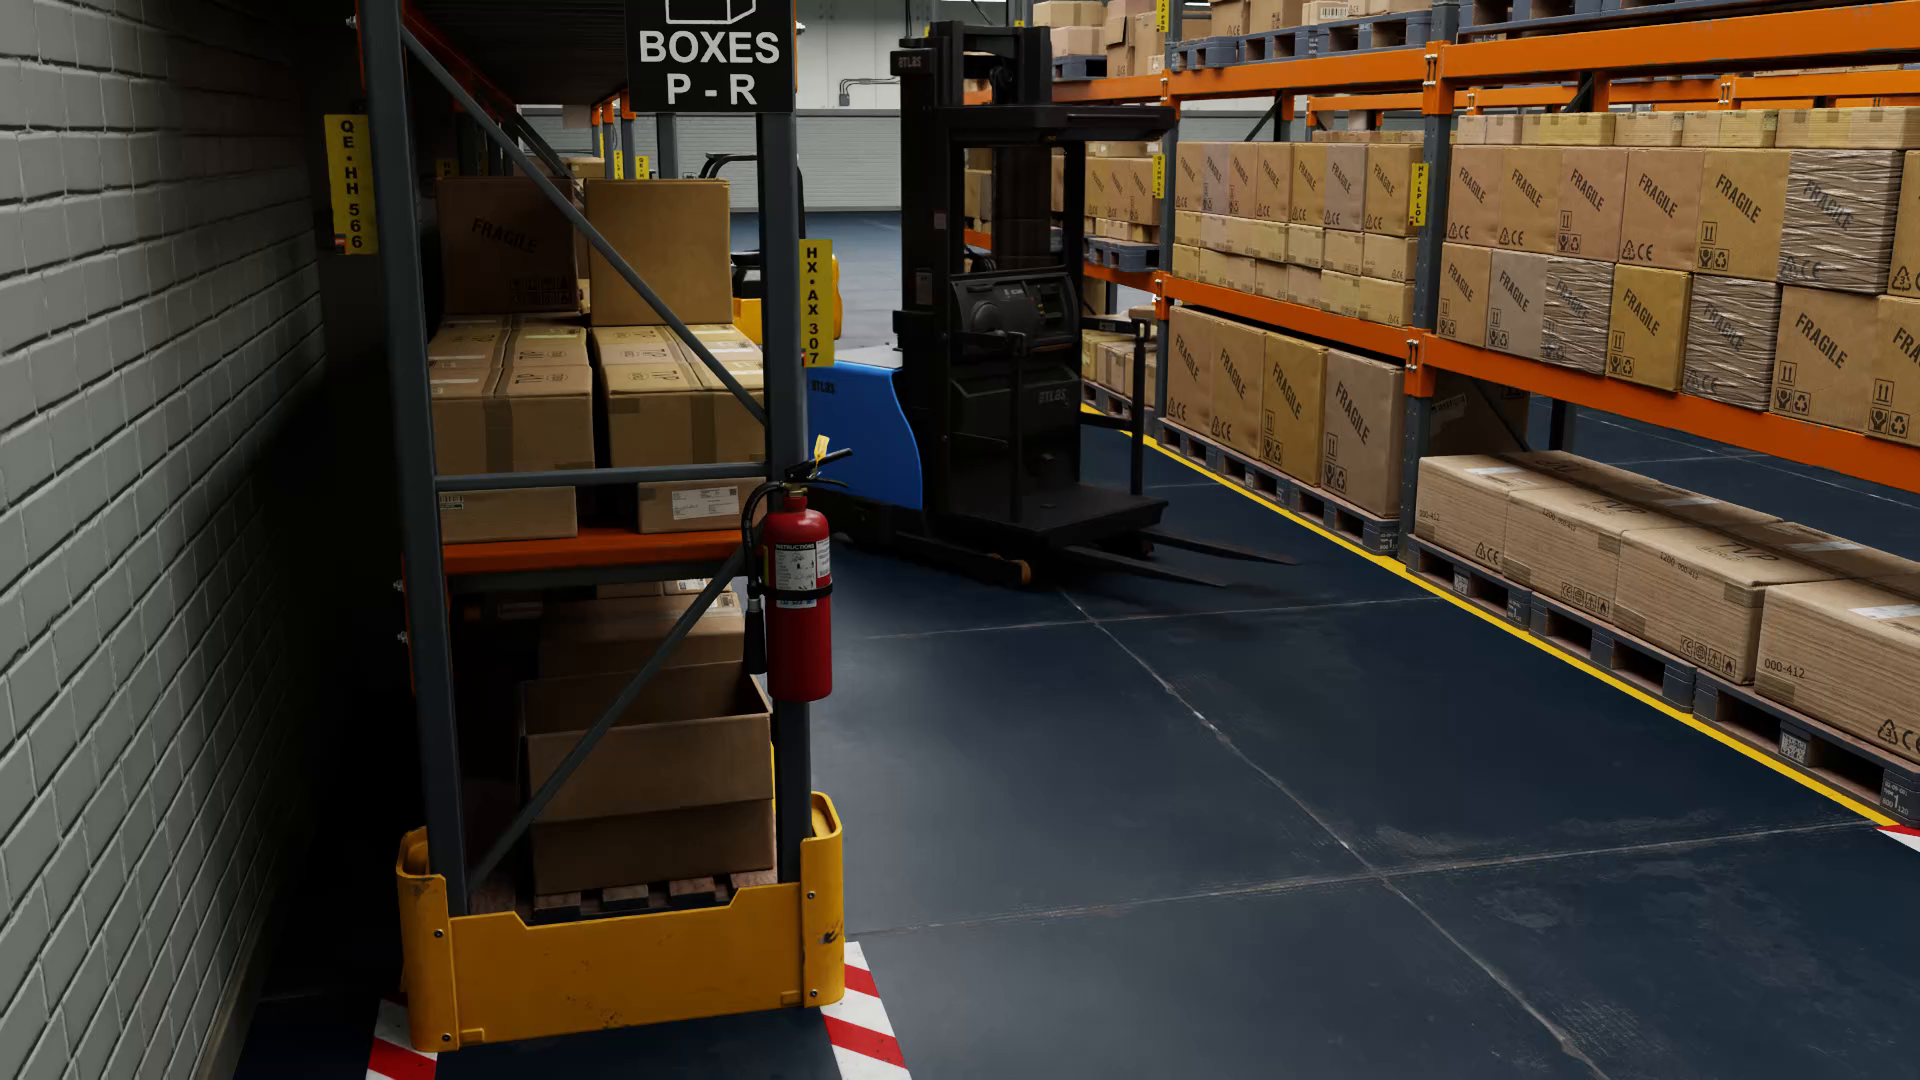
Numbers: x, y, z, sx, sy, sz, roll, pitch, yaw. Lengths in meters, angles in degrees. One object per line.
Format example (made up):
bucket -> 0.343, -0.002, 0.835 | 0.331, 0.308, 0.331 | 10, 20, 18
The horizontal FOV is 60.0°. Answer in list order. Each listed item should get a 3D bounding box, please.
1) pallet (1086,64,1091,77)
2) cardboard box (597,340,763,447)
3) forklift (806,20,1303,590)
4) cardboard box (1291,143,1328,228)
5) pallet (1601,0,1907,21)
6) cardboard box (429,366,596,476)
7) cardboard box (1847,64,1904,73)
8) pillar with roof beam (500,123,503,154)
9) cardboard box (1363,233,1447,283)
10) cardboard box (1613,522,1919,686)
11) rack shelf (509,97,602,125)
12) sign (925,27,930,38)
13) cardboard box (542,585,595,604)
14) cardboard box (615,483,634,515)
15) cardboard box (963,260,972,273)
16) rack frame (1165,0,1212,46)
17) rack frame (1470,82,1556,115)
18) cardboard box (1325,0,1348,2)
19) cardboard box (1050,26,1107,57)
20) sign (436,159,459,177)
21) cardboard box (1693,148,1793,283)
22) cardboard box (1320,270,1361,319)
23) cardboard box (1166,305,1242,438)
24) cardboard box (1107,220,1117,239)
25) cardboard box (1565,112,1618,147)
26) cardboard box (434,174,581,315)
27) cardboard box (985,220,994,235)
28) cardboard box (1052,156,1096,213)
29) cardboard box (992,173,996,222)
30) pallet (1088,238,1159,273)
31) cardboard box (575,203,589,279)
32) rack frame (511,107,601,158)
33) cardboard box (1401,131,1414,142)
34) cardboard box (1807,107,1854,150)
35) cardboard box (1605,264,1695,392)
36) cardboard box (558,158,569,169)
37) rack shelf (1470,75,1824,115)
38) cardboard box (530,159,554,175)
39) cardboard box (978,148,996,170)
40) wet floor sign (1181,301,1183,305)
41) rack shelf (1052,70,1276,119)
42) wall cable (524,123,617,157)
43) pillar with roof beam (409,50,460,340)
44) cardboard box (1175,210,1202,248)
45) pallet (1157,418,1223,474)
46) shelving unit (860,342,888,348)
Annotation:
pallet -> 1.145, -4.419, 15.768 | 1.213, 0.211, 1.003 | -3, 14, -13
cardboard box -> -0.866, -0.463, 5.190 | 0.500, 0.250, 0.500 | -3, 14, -13
forklift -> 0.463, -1.294, 9.050 | 1.130, 2.935, 3.031 | -13, 19, -43
cardboard box -> 2.404, -2.216, 10.359 | 0.500, 0.500, 0.500 | -3, 14, -11
pallet -> 3.447, -2.299, 6.885 | 1.003, 0.211, 1.213 | -3, 14, -13
cardboard box -> -1.269, -0.318, 4.598 | 0.500, 0.250, 0.500 | -3, 14, -12
cardboard box -> 6.953, -3.707, 12.248 | 0.500, 0.500, 0.500 | -3, 14, -13
pillar with roof beam -> -4.006, -9.558, 30.088 | 9.100, 9.000, 0.400 | -3, 14, -13
cardboard box -> 2.642, -1.614, 9.474 | 0.500, 0.250, 0.500 | -3, 14, -13
cardboard box -> 3.446, 0.251, 7.095 | 0.875, 0.438, 0.875 | -3, 14, -12
rack shelf -> -4.191, -4.493, 17.191 | 1.077, 0.370, 4.000 | -3, 14, -13
sign -> -0.364, -5.975, 19.902 | 0.100, 0.325, 0.005 | -3, 14, -13
cardboard box -> -1.361, 0.270, 6.884 | 0.700, 0.500, 0.500 | -4, 14, -15
cardboard box -> -0.818, -0.180, 4.874 | 0.380, 0.149, 0.250 | -3, 14, -12
cardboard box -> 0.327, -2.913, 18.858 | 0.500, 0.500, 0.500 | -3, 14, -12
rack frame -> 2.043, -5.193, 12.220 | 1.000, 3.000, 0.127 | -3, 14, -13
rack frame -> 5.891, -3.500, 17.934 | 1.000, 3.000, 0.127 | -3, 14, -13
cardboard box -> 2.738, -3.598, 10.916 | 0.500, 0.500, 0.500 | -3, 14, -13
cardboard box -> 1.111, -4.400, 14.729 | 0.500, 0.250, 0.500 | -3, 14, -14
sign -> -2.381, -1.609, 7.752 | 0.100, 0.325, 0.005 | -3, 14, -13
cardboard box -> 3.313, -1.298, 6.603 | 0.500, 0.500, 0.500 | -3, 14, -13
cardboard box -> 2.513, -1.490, 10.020 | 0.500, 0.250, 0.500 | -3, 14, -14
cardboard box -> 2.124, -1.286, 12.463 | 0.875, 0.875, 0.875 | -3, 14, -14
cardboard box -> 1.450, -2.595, 13.872 | 0.380, 0.149, 0.250 | -4, 14, -16
cardboard box -> 3.014, -1.879, 7.614 | 0.380, 0.149, 0.250 | -4, 14, -15
cardboard box -> -1.751, -1.156, 6.446 | 0.500, 0.500, 0.500 | -4, 14, -15
cardboard box -> 0.490, -3.370, 17.932 | 0.380, 0.149, 0.250 | -3, 14, -14
cardboard box -> 1.156, -3.244, 15.161 | 0.500, 0.500, 0.500 | -3, 14, -14
cardboard box -> 0.630, -3.601, 17.509 | 0.500, 0.500, 0.500 | -3, 14, -11
pallet -> 1.772, -2.344, 13.603 | 1.213, 0.211, 1.003 | -3, 14, -13
cardboard box -> -1.738, -1.455, 8.465 | 0.700, 0.500, 0.500 | -3, 14, -12
rack frame -> -4.660, -3.846, 19.350 | 1.000, 3.000, 0.127 | -3, 14, -13
cardboard box -> 5.602, -4.437, 19.178 | 0.875, 0.550, 0.550 | -3, 14, -13
cardboard box -> 3.398, -1.526, 6.170 | 0.380, 0.149, 0.250 | -3, 14, -12
cardboard box -> 3.183, -0.931, 7.207 | 0.500, 0.500, 0.500 | -3, 14, -12
cardboard box -> -4.209, -4.108, 18.217 | 0.380, 0.149, 0.250 | -3, 14, -13
rack shelf -> 6.361, -4.147, 15.775 | 1.077, 0.370, 4.000 | -3, 14, -13
cardboard box -> -4.388, -3.846, 17.144 | 0.380, 0.149, 0.250 | -3, 14, -12
cardboard box -> 0.607, -4.580, 19.408 | 0.700, 0.500, 0.500 | -3, 14, -13
wet floor sign -> 3.020, -3.176, 21.566 | 0.267, 0.644, 0.232 | -6, 15, -23
rack shelf -> 1.573, -3.847, 14.550 | 1.077, 0.370, 4.000 | -3, 14, -13
wall cable -> -11.825, -12.715, 49.555 | 3.097, 2.526, 0.112 | -3, 14, -13
pillar with roof beam -> 0.221, -5.406, 13.092 | 9.100, 9.000, 0.400 | -3, 14, -13
cardboard box -> 1.922, -2.318, 12.356 | 0.500, 0.250, 0.500 | -3, 14, -14
pallet -> 2.155, -0.738, 12.501 | 1.003, 0.211, 1.213 | -3, 14, -13
shelving unit -> -0.474, -0.727, 10.672 | 0.215, 1.050, 0.252 | 9, 15, 38
